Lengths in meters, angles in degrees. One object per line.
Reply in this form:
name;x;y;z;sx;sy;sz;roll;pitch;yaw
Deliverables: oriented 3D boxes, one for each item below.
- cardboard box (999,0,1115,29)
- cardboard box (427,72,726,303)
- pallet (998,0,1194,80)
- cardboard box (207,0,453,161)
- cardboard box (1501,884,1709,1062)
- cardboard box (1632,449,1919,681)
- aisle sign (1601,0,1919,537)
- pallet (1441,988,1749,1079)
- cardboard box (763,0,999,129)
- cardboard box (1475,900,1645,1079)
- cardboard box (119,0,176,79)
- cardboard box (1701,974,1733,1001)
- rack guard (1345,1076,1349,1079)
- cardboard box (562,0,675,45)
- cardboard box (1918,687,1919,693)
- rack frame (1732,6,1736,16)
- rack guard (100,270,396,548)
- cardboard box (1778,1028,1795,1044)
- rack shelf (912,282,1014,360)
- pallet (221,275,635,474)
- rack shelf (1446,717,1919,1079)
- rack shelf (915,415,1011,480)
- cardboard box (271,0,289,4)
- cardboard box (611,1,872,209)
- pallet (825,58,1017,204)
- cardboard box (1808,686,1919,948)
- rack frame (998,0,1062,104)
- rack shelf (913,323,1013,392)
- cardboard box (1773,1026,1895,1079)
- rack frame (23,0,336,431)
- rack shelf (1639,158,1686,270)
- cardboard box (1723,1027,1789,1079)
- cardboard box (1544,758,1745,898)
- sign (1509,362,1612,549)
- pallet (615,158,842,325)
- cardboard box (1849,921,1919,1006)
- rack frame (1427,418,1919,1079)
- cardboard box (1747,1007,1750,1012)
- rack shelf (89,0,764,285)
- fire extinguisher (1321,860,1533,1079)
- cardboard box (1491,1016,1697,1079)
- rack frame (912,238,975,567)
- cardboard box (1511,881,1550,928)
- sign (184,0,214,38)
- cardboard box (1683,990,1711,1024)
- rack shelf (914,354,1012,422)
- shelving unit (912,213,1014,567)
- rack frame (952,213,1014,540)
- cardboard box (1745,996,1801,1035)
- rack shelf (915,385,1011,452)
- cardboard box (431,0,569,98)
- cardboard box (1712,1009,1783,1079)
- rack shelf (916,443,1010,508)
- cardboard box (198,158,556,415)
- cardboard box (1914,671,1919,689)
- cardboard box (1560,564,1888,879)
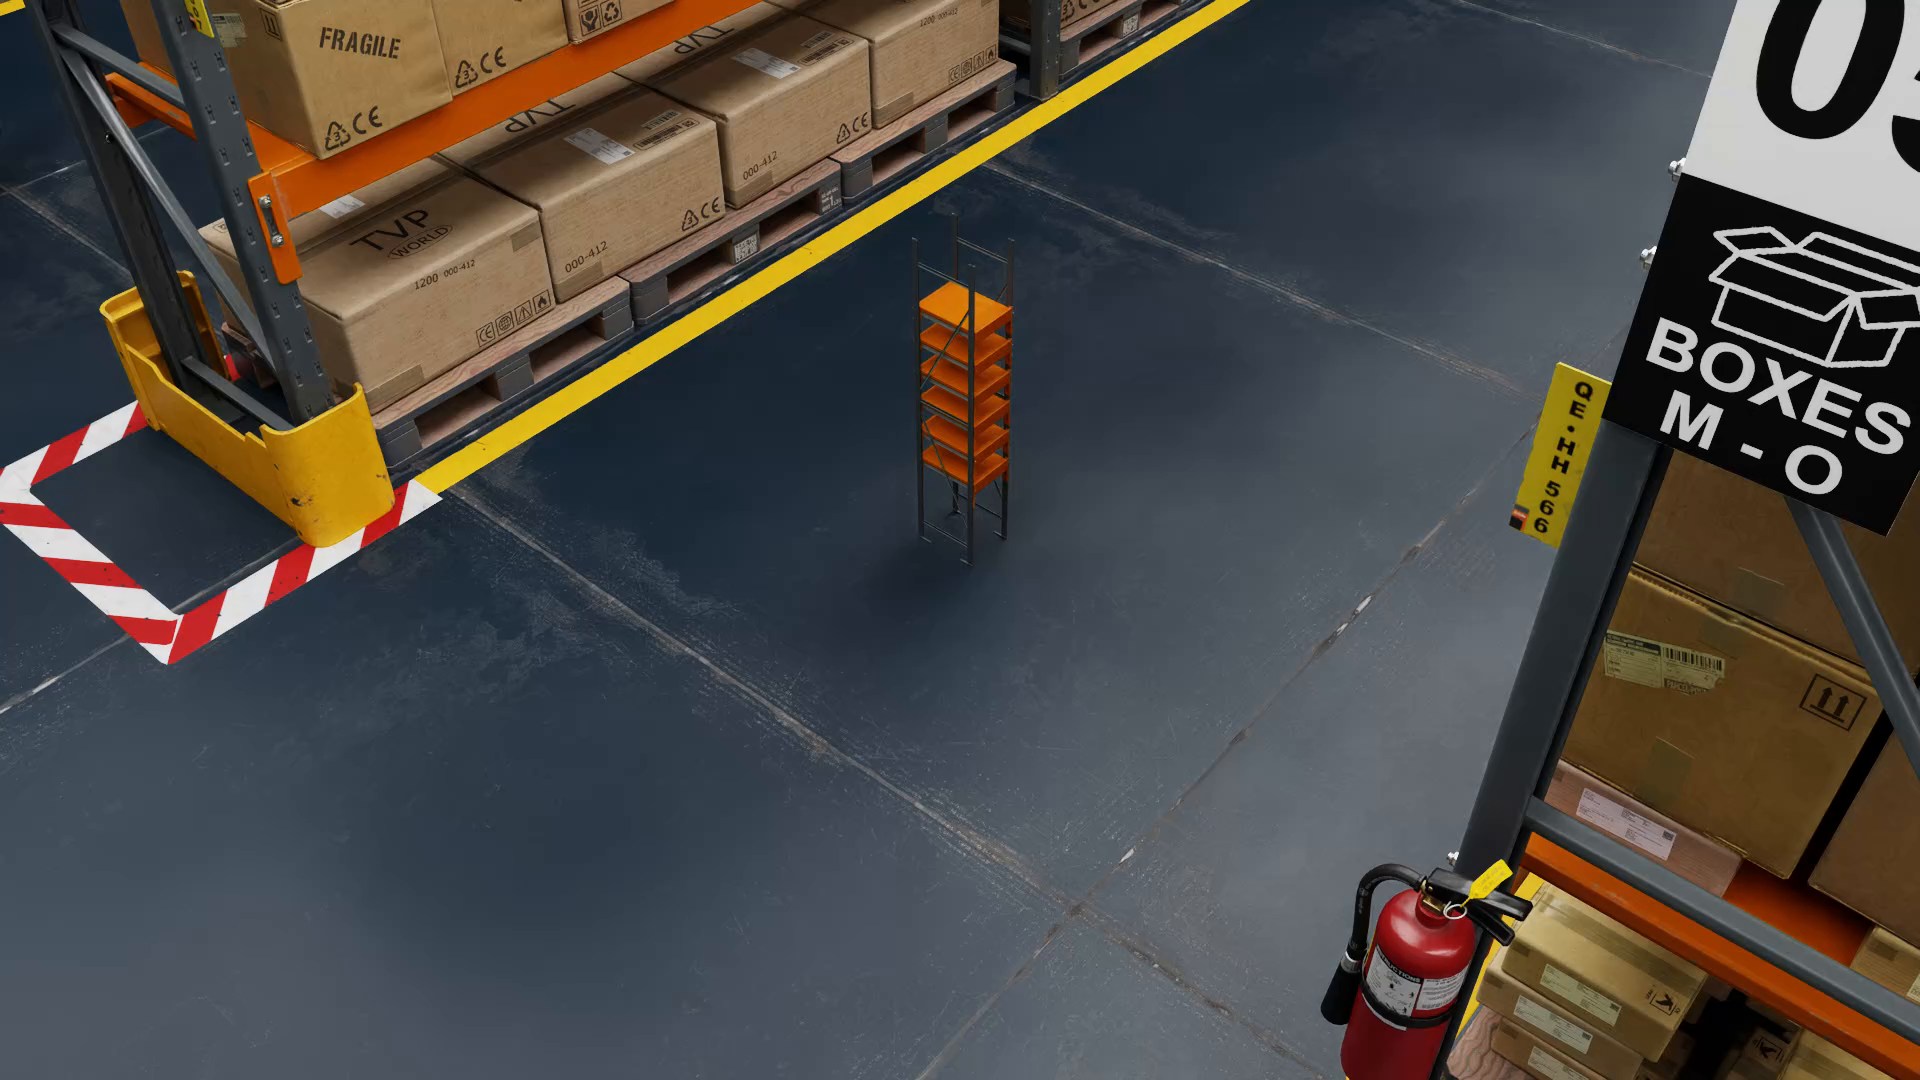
cardboard box;0.398;-3.201;8.308;0.875;0.875;0.875;31;51;30
cardboard box;-1.584;-1.483;6.744;0.875;0.438;0.875;31;51;29
pallet;0.499;-2.876;8.756;1.003;0.211;1.213;29;50;28
cardboard box;-1.986;-1.578;5.181;0.500;0.500;0.500;29;50;28
cardboard box;1.486;0.970;3.818;0.380;0.149;0.250;30;50;29
cardboard box;1.443;-0.187;2.687;0.500;0.500;0.500;28;49;28
aisle sign;1.063;-0.381;2.007;0.394;0.787;0.004;29;50;28
pallet;1.938;1.263;4.204;1.003;0.211;1.213;29;50;28
cardboard box;-0.426;-2.408;7.761;0.875;0.438;0.875;29;50;28
cardboard box;1.461;1.067;3.932;0.380;0.149;0.250;28;49;27
cardboard box;-2.407;-1.818;5.445;0.500;0.500;0.500;30;50;29
cardboard box;1.692;0.866;3.933;0.380;0.149;0.250;30;50;29
rack guard;1.388;1.559;3.664;1.175;0.500;0.348;29;50;28
cardboard box;-1.340;-2.104;5.760;0.500;0.500;0.500;29;50;28
cardboard box;1.831;0.040;2.438;0.500;0.500;0.500;29;50;28
rack frame;1.339;-1.546;0.762;1.000;3.000;0.127;29;50;28
rack guard;-2.530;-0.481;5.907;1.175;0.500;0.348;29;50;28
cardboard box;2.092;1.187;3.800;0.380;0.149;0.250;29;50;28
rack shelf;0.009;-0.685;5.142;0.258;0.103;0.180;29;50;28
pallet;-2.060;-0.832;6.508;1.003;0.211;1.213;29;50;28
rack shelf;2.627;-0.090;4.154;1.077;0.370;4.000;29;50;28
rack shelf;0.009;-0.330;5.465;0.258;0.103;0.180;29;50;28
cardboard box;-1.987;-1.949;4.846;0.500;0.500;0.500;28;49;28
cardboard box;-1.002;-1.947;7.254;0.875;0.438;0.875;28;49;27
pallet;-0.489;-2.088;7.890;1.003;0.211;1.213;29;50;28
cardboard box;1.840;0.415;2.769;0.500;0.500;0.500;32;51;30
rack frame;0.060;-3.477;7.345;1.000;3.000;0.127;29;50;28
rack shelf;0.009;-0.596;5.223;0.258;0.103;0.180;29;50;28
cardboard box;1.937;1.230;3.532;0.380;0.149;0.250;27;49;27
rack frame;-2.514;-1.418;5.080;1.000;3.000;0.127;29;50;28
rack shelf;2.627;-1.200;3.145;1.077;0.370;4.000;29;50;28
cardboard box;1.873;1.304;3.672;0.380;0.149;0.250;32;51;30
cardboard box;1.333;0.476;3.184;0.380;0.149;0.250;30;50;28
sign;0.927;-0.123;2.560;0.100;0.325;0.005;29;50;28
pallet;-1.274;-1.457;7.196;1.003;0.211;1.213;29;50;28
cardboard box;1.799;0.741;2.892;0.380;0.149;0.250;29;50;28
rack frame;1.339;0.673;2.780;1.000;3.000;0.127;29;50;28
cardboard box;2.182;1.140;4.073;0.380;0.149;0.250;30;50;29
rack shelf;-1.227;-2.182;6.454;1.077;0.370;4.000;29;50;28
fire extinguisher;0.824;0.770;3.008;0.296;0.674;0.183;29;50;28
cardboard box;1.519;1.211;3.995;0.380;0.149;0.250;30;50;29
rack frame;-0.050;-0.404;5.303;0.240;1.200;0.006;29;50;28
cardboard box;1.606;1.035;4.189;0.380;0.149;0.250;31;51;30
sign;-2.093;-1.524;4.494;0.100;0.325;0.005;29;50;28
cardboard box;1.670;0.956;4.055;0.380;0.149;0.250;28;49;28
rack shelf;0.009;-0.507;5.304;0.258;0.103;0.180;29;50;28
shelving unit;0.009;-0.451;5.355;0.258;1.200;0.189;29;50;28
rack frame;0.068;-0.498;5.406;0.240;1.200;0.006;29;50;28
cardboard box;2.022;1.036;3.746;0.380;0.149;0.250;30;50;29
rack shelf;0.009;-0.419;5.384;0.258;0.103;0.180;29;50;28
cardboard box;-1.681;-1.850;5.481;0.500;0.500;0.500;29;50;28
cardboard box;2.027;1.271;3.929;0.380;0.149;0.250;29;50;28
rack shelf;0.009;-0.241;5.546;0.258;0.103;0.180;29;50;28
cardboard box;-2.166;-1.008;6.222;0.875;0.438;0.875;28;49;27
cardboard box;2.165;0.128;3.084;0.500;0.500;0.500;30;50;29
cardboard box;1.432;0.183;3.023;0.500;0.500;0.500;31;50;29
